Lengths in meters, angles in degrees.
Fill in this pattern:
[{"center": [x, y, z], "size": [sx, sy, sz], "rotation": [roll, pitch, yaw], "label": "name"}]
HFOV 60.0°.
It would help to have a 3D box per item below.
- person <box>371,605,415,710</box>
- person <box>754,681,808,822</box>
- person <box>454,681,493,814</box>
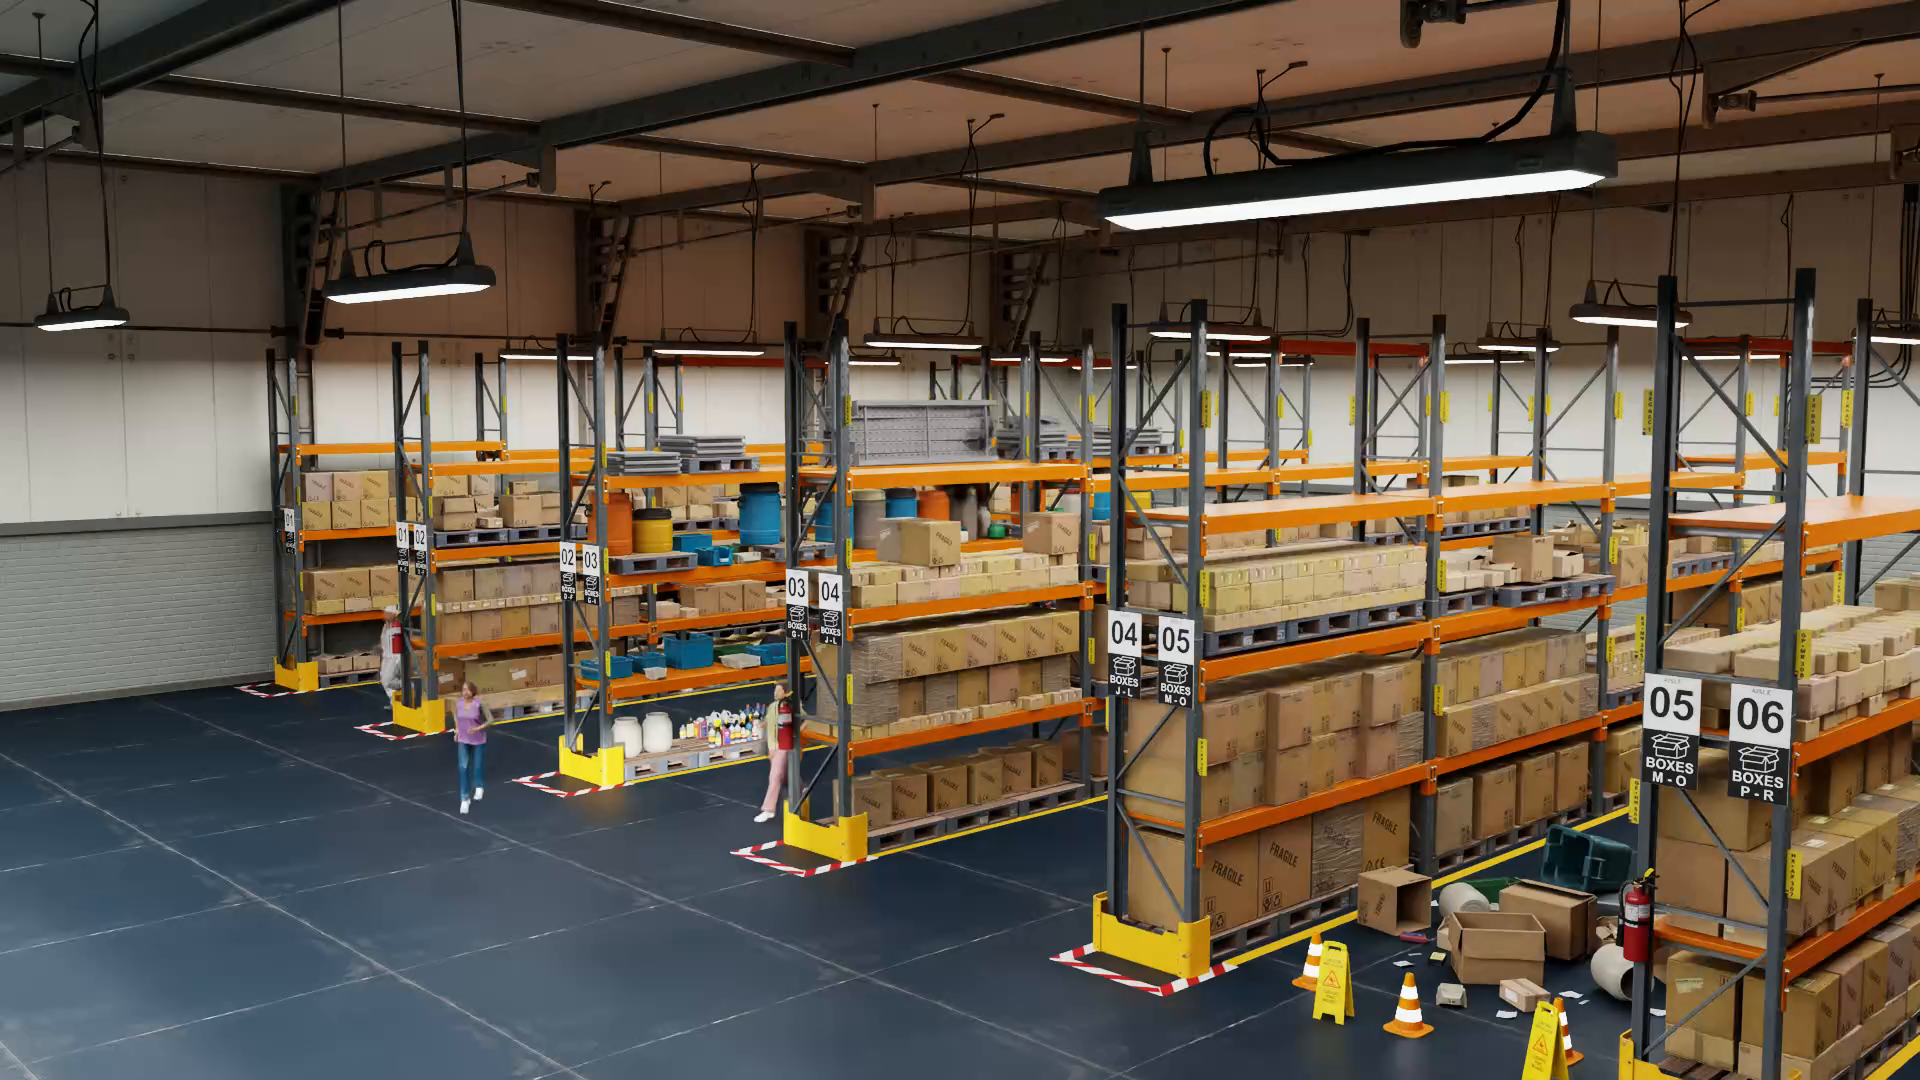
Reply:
[{"center": [-9.311, 1.939, 27.330], "size": [0.660, 1.746, 0.618], "rotation": [5, 7, 43], "label": "person"}, {"center": [-2.191, 2.544, 20.326], "size": [0.581, 1.650, 0.946], "rotation": [4, 6, 40], "label": "person"}, {"center": [-6.103, 2.561, 20.882], "size": [0.525, 1.640, 0.721], "rotation": [0, 5, -4], "label": "person"}]
